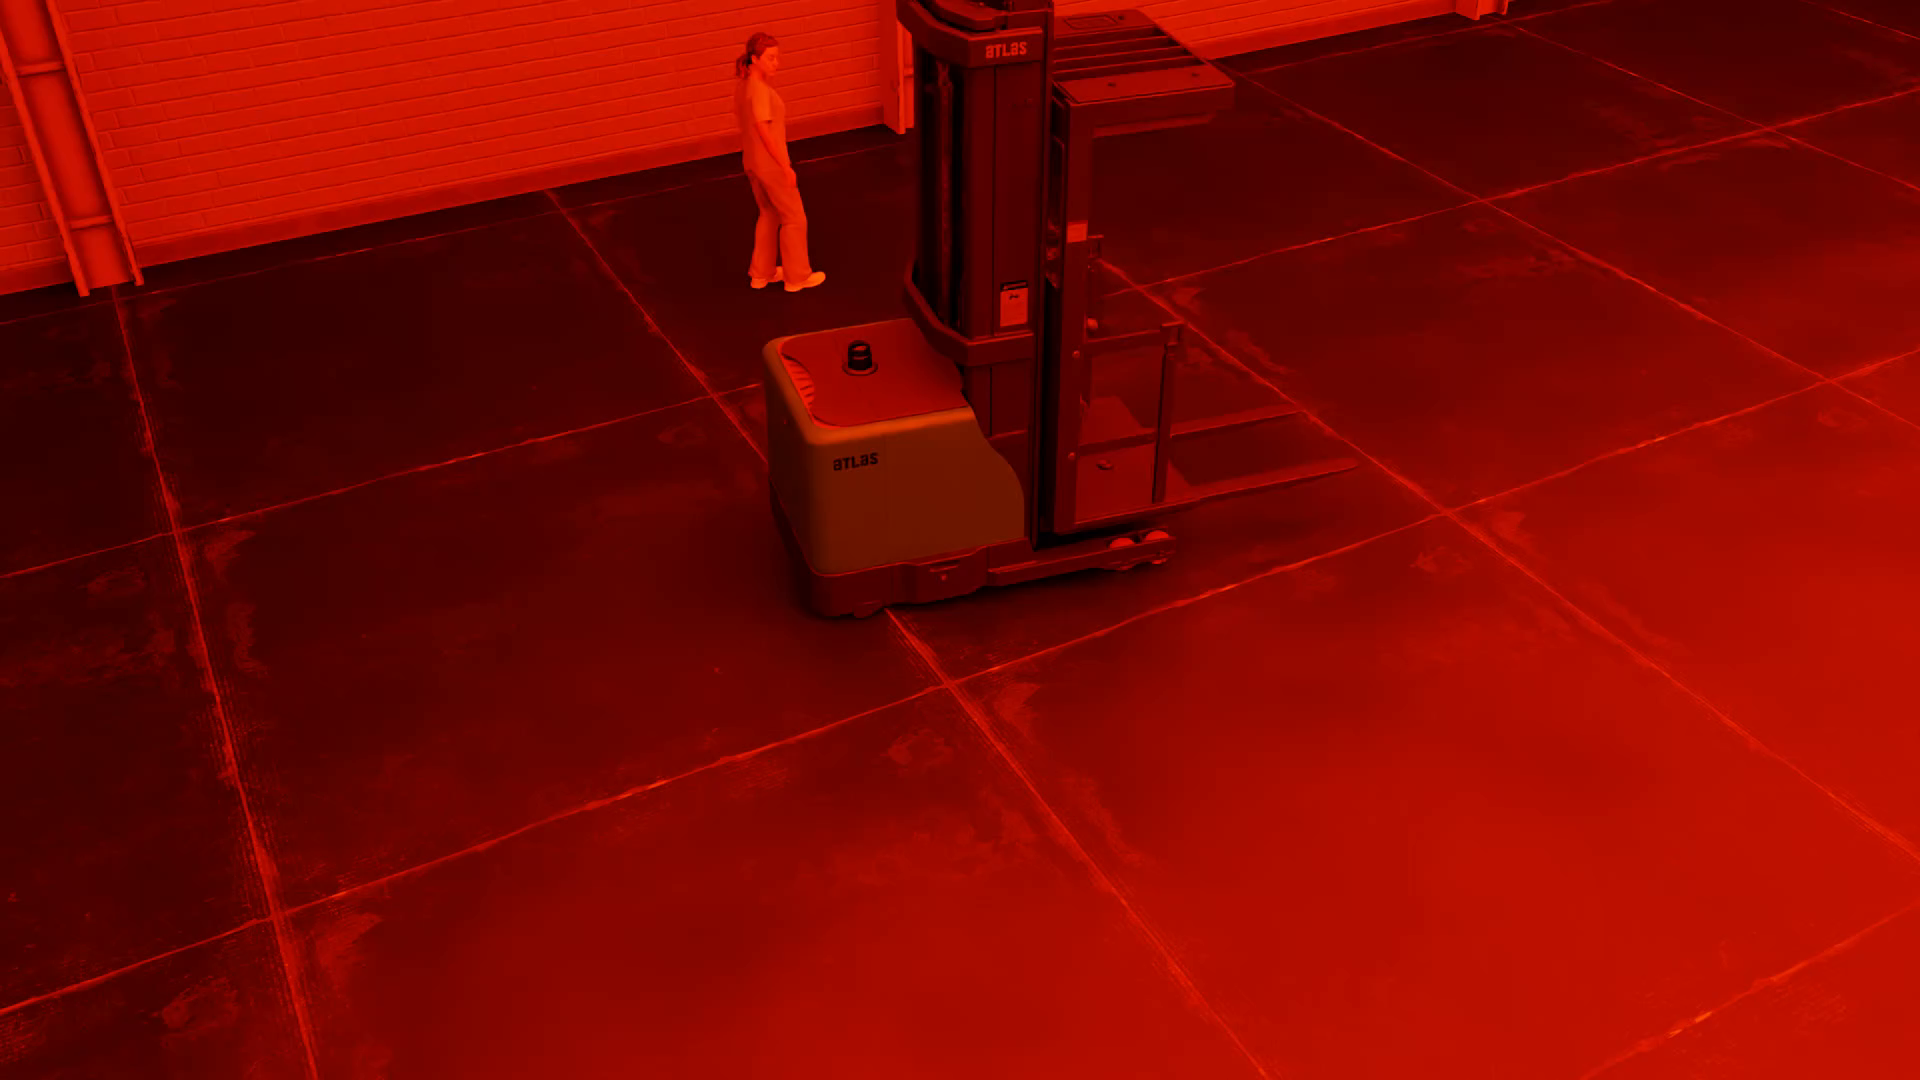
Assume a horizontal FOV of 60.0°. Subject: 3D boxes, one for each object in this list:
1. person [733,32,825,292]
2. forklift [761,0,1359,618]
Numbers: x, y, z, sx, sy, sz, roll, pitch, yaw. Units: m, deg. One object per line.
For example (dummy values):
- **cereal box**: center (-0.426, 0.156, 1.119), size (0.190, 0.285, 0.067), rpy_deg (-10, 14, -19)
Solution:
- **person**: center (-1.170, -2.404, 10.629), size (0.476, 1.658, 0.640), rpy_deg (-20, 40, -26)
- **forklift**: center (0.581, -1.319, 7.989), size (3.031, 2.935, 1.130), rpy_deg (-11, 37, -15)
